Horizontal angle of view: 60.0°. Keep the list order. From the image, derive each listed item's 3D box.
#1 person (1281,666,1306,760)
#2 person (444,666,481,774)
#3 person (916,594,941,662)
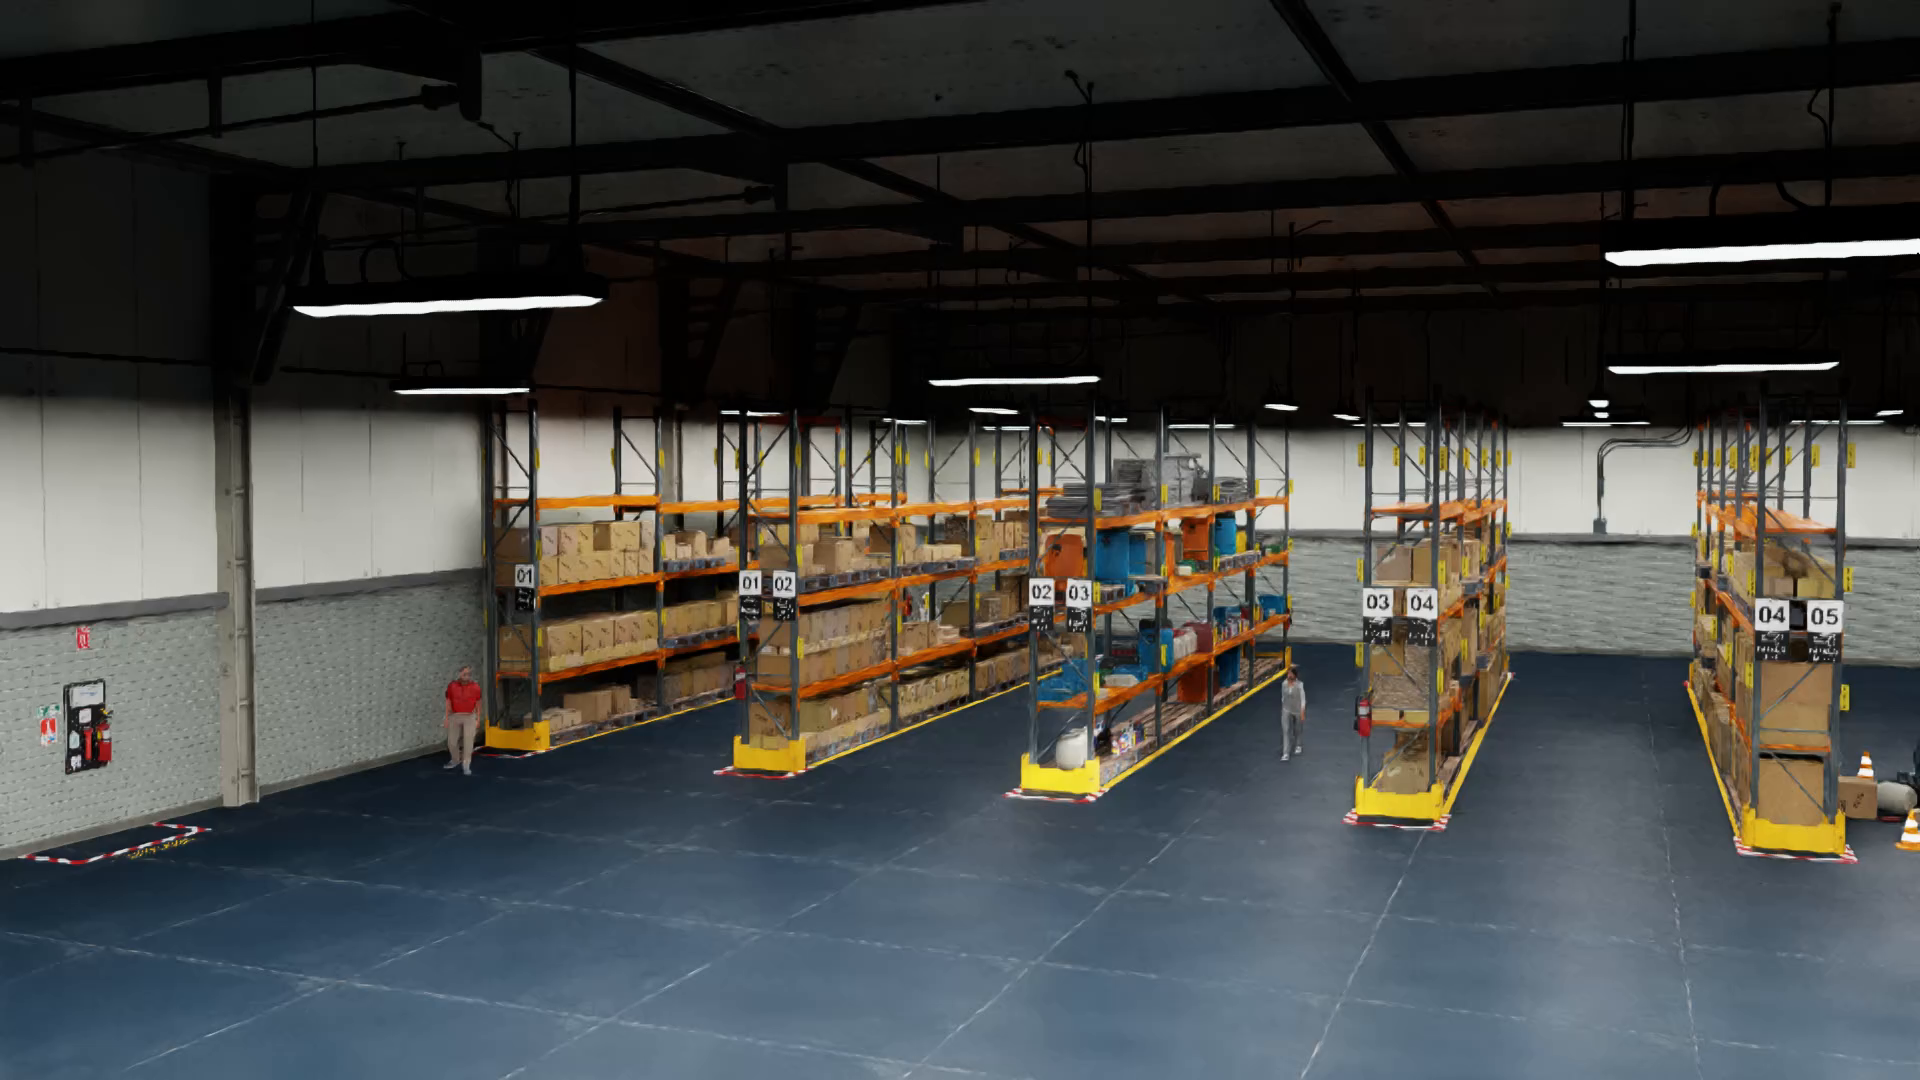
[{"bbox_3d":[5.561,2.856,27.705,0.432,1.539,0.948,1,3,20],"label":"person"},{"bbox_3d":[-7.924,2.842,26.476,0.593,1.713,0.569,-1,3,-14],"label":"person"},{"bbox_3d":[-0.774,2.143,40.657,0.677,1.726,0.574,1,3,19],"label":"person"}]
